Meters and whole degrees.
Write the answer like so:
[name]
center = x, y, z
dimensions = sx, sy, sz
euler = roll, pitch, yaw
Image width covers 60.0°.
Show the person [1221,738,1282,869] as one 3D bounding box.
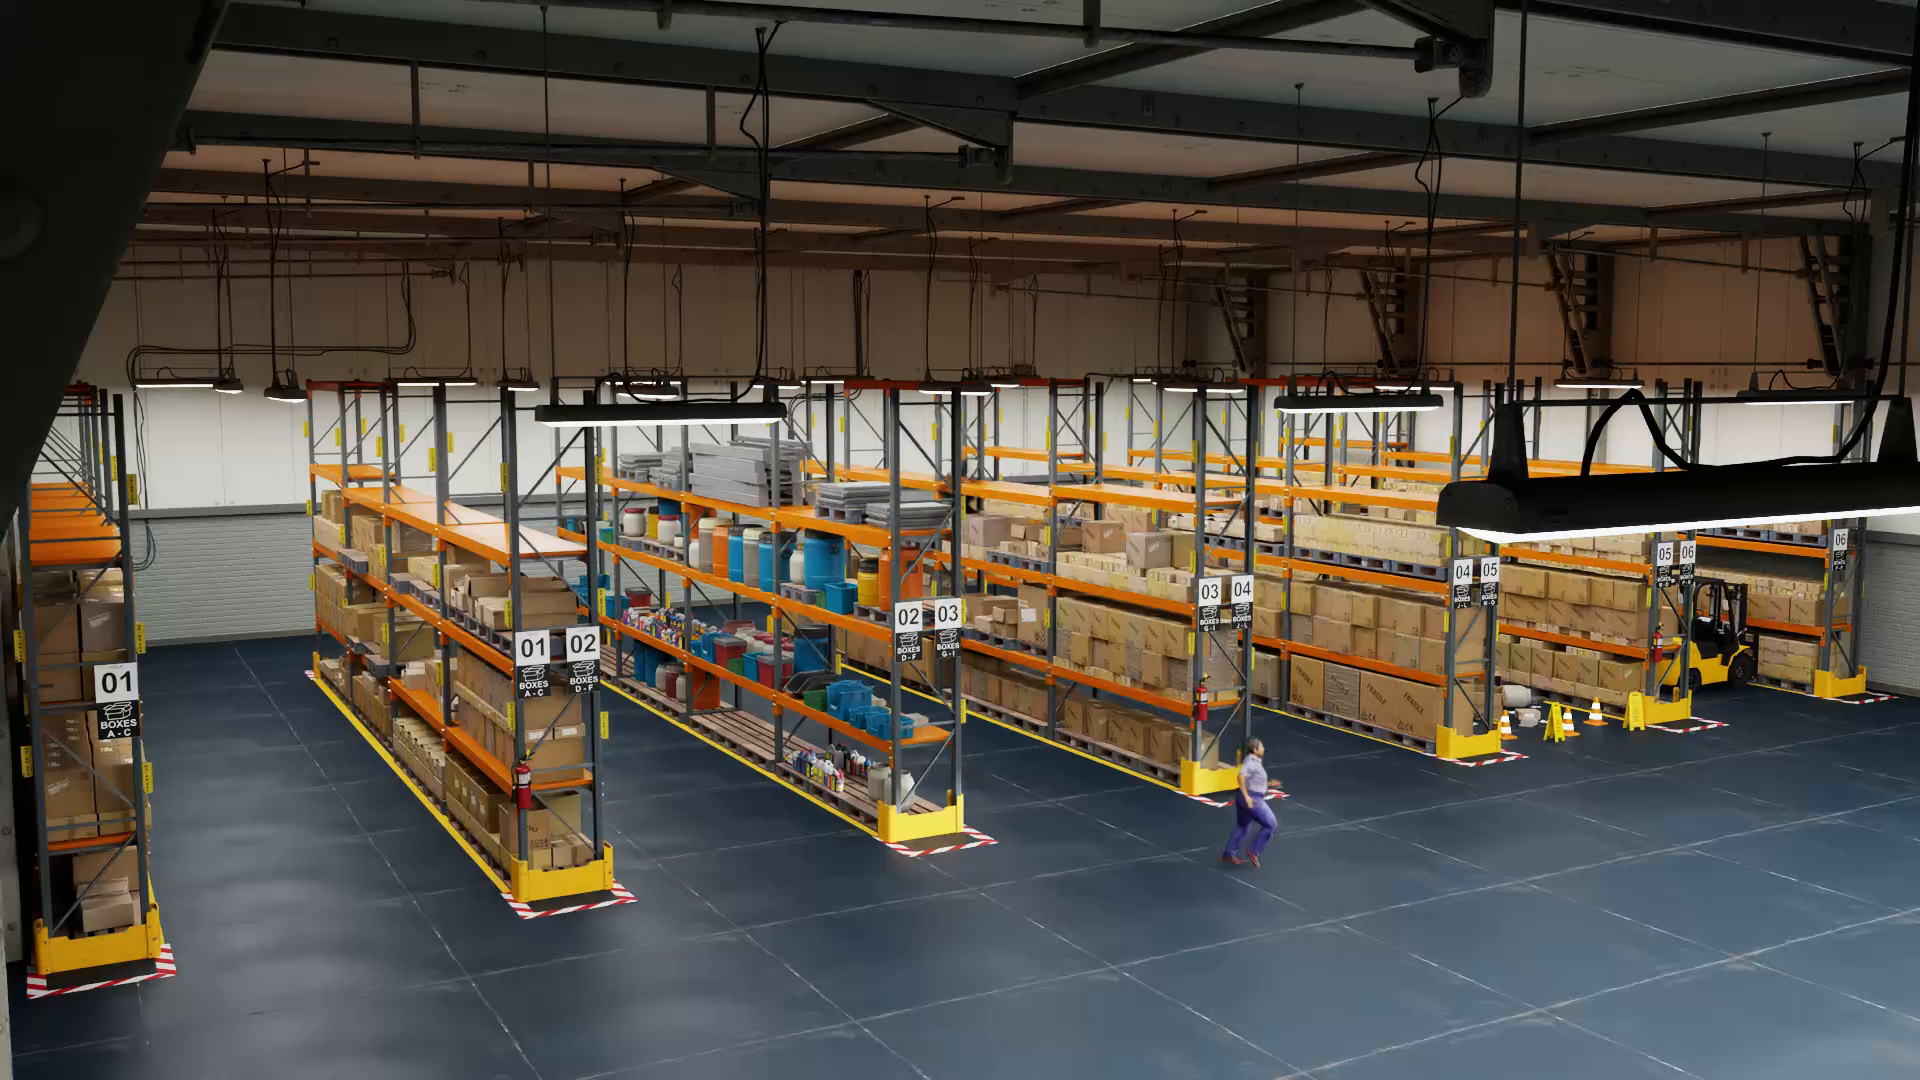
[person]
center = 3.679, 3.306, 20.877
dimensions = 0.765, 1.655, 0.573
euler = 0, 6, -5
